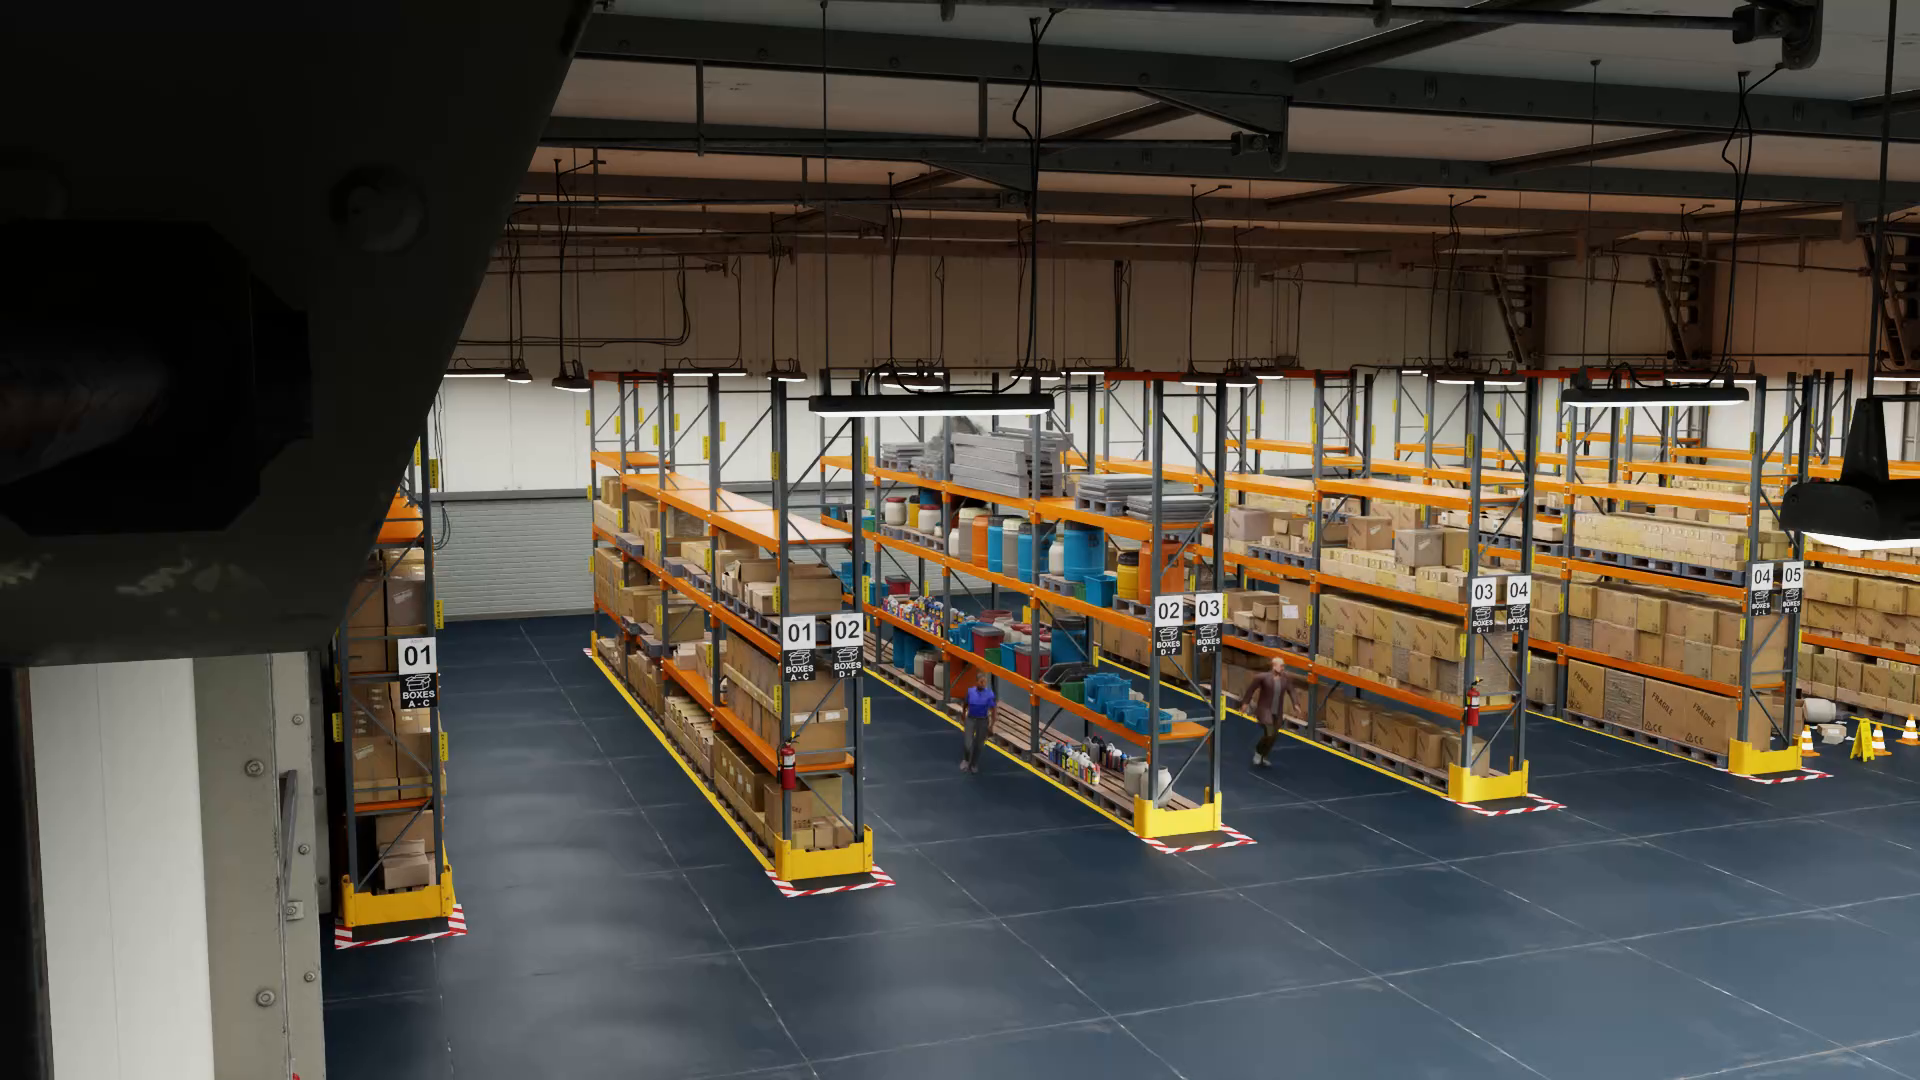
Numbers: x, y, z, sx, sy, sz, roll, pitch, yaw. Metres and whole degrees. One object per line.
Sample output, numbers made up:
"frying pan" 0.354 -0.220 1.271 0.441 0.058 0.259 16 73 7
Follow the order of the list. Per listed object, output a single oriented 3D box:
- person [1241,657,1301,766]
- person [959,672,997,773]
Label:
"person" 4.786 2.630 25.373 0.704 1.724 0.824 -2 7 -21
"person" 0.269 2.748 24.987 0.583 1.593 0.652 0 6 1
